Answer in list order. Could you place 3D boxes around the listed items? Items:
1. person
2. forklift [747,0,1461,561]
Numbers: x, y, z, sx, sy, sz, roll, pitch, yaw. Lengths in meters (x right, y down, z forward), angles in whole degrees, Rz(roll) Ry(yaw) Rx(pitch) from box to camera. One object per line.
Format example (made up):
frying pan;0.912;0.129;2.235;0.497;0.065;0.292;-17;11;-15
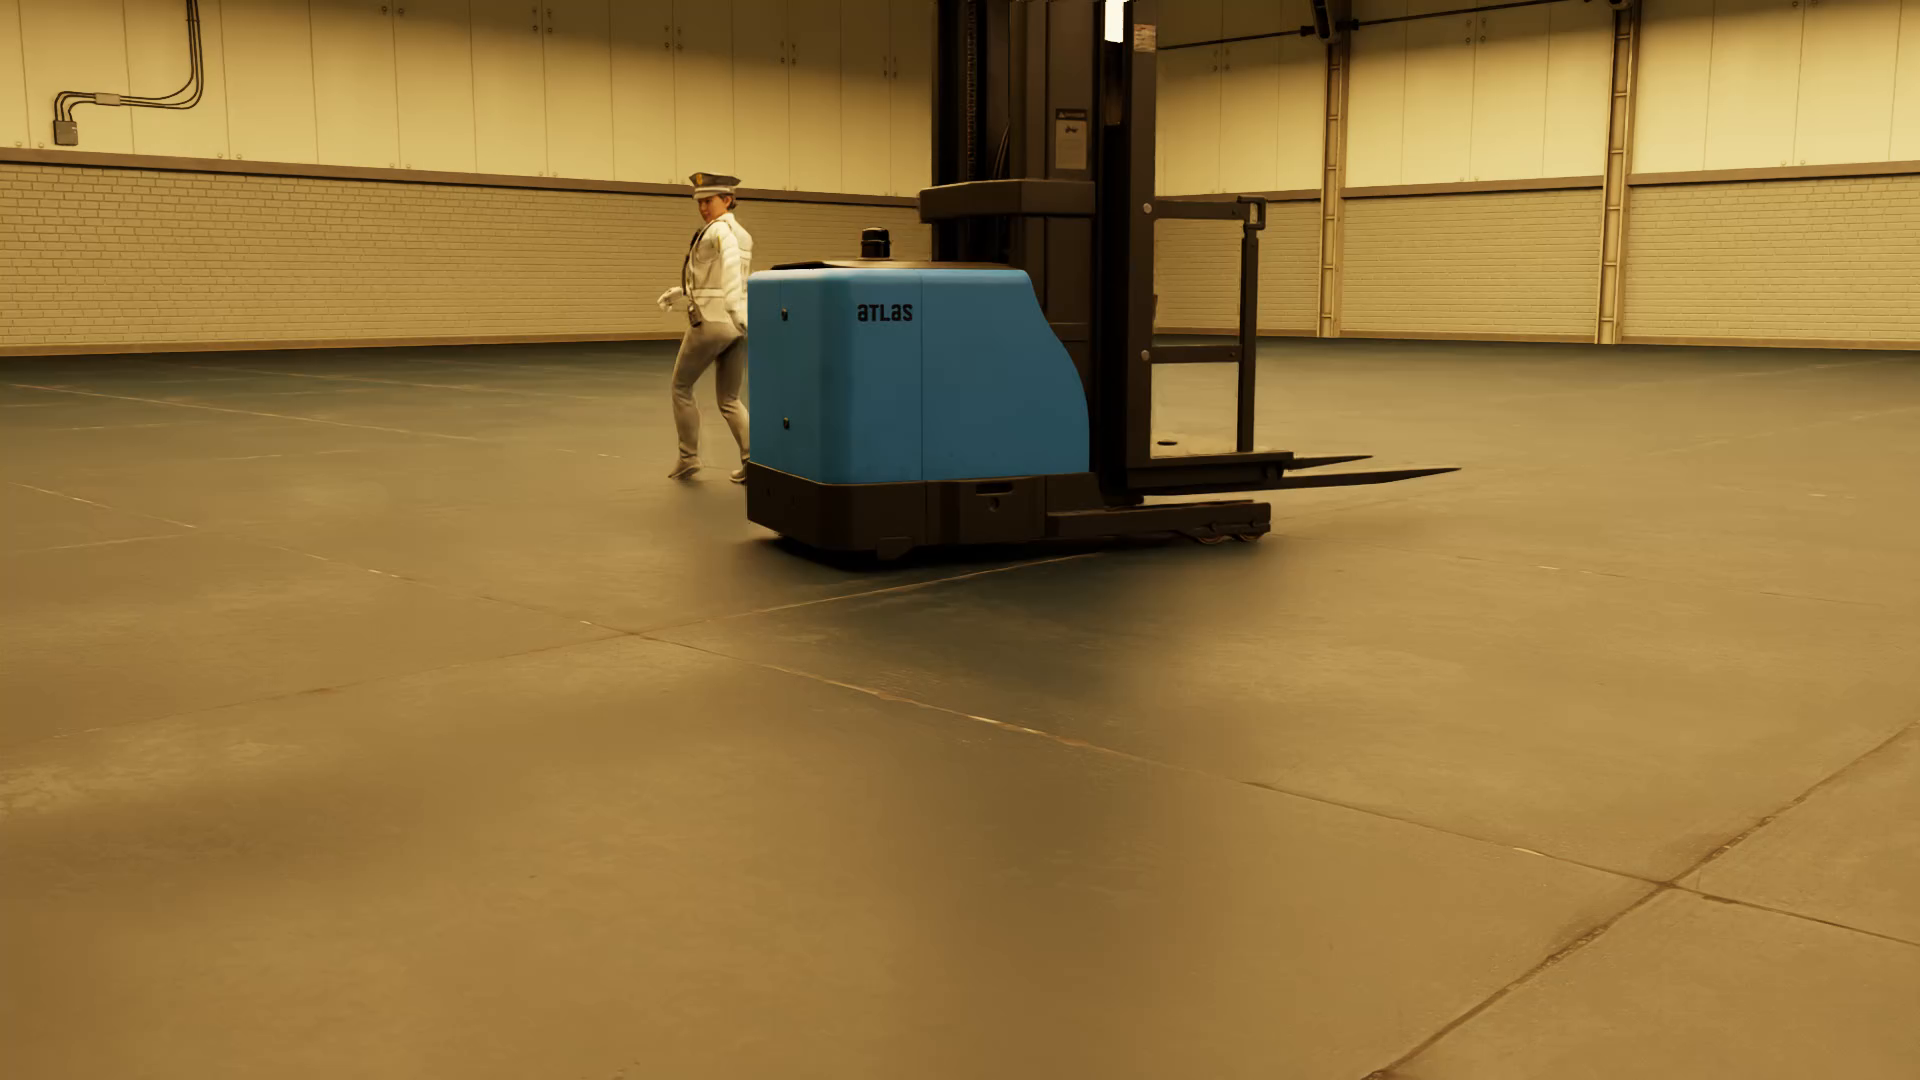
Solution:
person;-1.266;-1.081;8.686;0.850;1.644;0.527;6;11;36
forklift;0.693;-1.496;6.809;3.031;2.935;1.130;-4;9;-24
